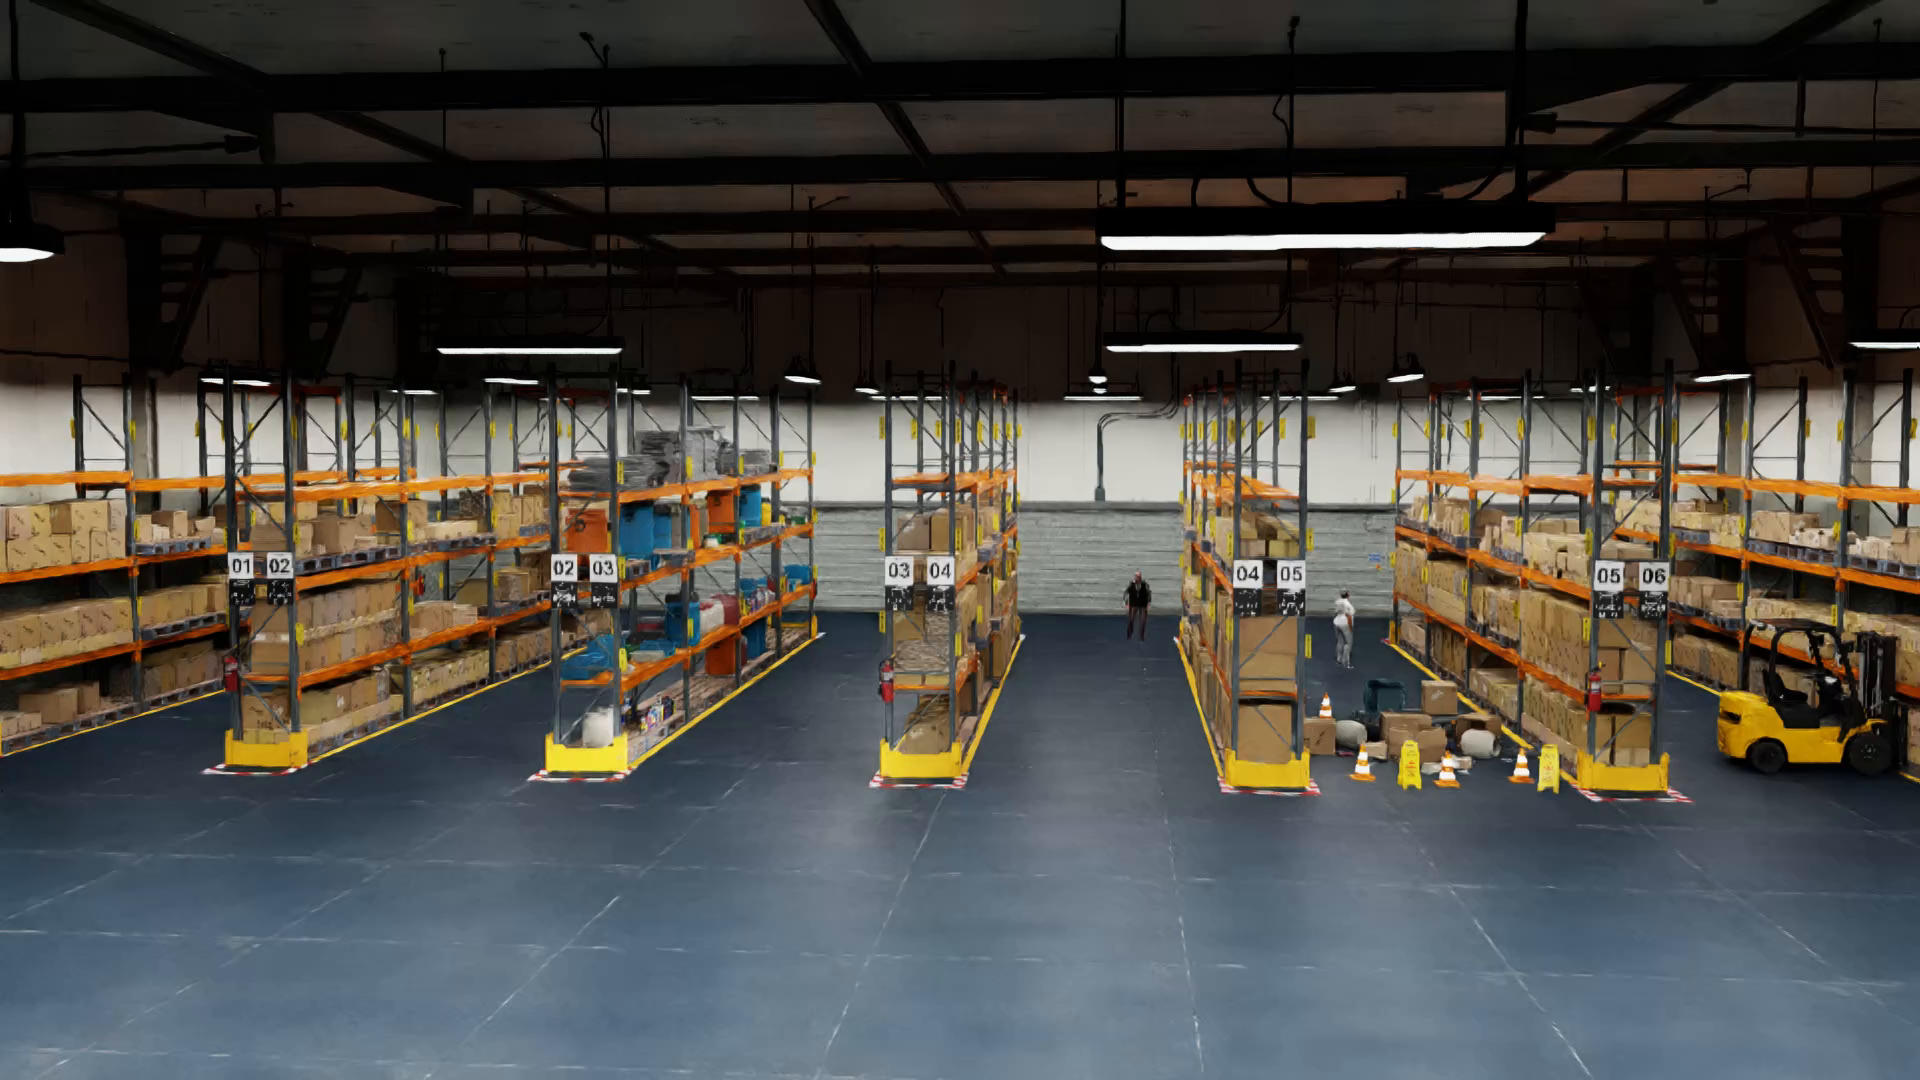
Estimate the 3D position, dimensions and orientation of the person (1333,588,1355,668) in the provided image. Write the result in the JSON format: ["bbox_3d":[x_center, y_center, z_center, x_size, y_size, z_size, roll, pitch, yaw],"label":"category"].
[{"bbox_3d":[8.174,1.876,35.350,0.404,1.732,0.559,-2,4,-22],"label":"person"}]

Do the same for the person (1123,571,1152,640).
[{"bbox_3d":[4.240,1.565,39.677,0.668,1.674,0.534,0,4,4],"label":"person"}]
